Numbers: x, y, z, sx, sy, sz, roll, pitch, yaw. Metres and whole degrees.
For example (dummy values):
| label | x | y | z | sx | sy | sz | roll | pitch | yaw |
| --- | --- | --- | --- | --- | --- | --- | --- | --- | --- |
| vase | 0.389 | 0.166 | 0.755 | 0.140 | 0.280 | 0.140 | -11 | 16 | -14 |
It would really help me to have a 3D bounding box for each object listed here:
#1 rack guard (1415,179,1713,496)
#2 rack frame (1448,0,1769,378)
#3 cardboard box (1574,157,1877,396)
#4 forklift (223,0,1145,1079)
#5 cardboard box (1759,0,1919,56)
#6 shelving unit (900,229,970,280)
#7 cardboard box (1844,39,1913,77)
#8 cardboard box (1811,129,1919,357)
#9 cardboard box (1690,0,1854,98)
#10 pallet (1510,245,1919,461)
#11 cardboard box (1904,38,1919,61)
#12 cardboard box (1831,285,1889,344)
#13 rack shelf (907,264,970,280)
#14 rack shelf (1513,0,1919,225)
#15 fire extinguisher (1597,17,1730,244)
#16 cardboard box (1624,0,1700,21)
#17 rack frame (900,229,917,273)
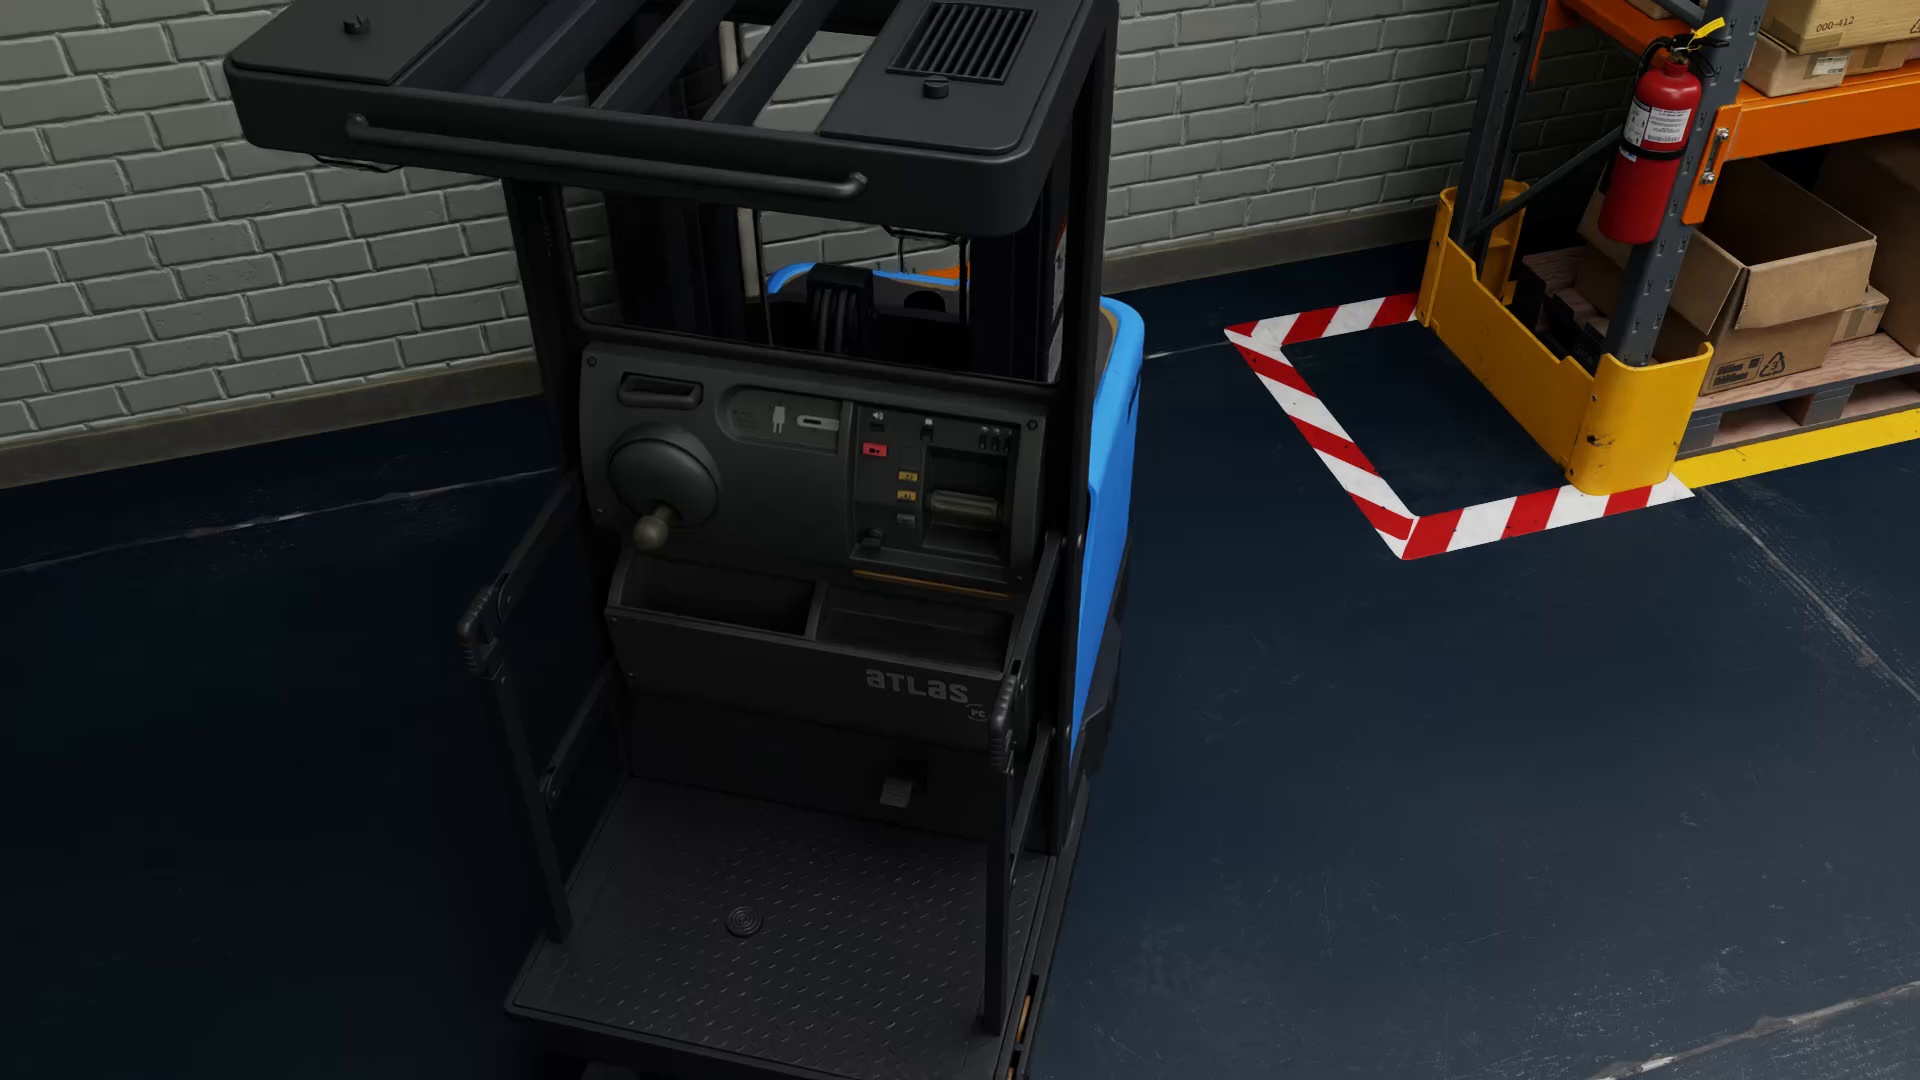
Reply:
| label | x | y | z | sx | sy | sz | roll | pitch | yaw |
| --- | --- | --- | --- | --- | --- | --- | --- | --- | --- |
| rack guard | 2.022 | -0.721 | 5.695 | 0.348 | 0.500 | 1.175 | -12 | 42 | -13 |
| rack frame | 1.949 | -1.647 | 4.855 | 0.127 | 3.000 | 1.000 | -12 | 42 | -13 |
| cardboard box | 2.561 | -0.927 | 5.609 | 0.637 | 0.503 | 0.797 | -13 | 43 | -15 |
| forklift | -0.346 | -0.051 | 3.081 | 1.130 | 2.935 | 3.031 | 9 | 42 | 10 |
| cardboard box | 2.463 | -1.623 | 4.716 | 0.500 | 0.250 | 0.500 | -11 | 42 | -13 |
| shelving unit | -0.024 | -0.427 | 4.941 | 0.252 | 1.050 | 0.215 | -8 | 42 | -9 |
| cardboard box | 2.574 | -1.525 | 4.906 | 0.250 | 0.149 | 0.380 | -11 | 42 | -12 |
| cardboard box | 3.388 | -1.070 | 5.775 | 0.500 | 0.500 | 0.700 | -10 | 42 | -11 |
| cardboard box | 2.345 | -1.445 | 4.815 | 0.250 | 0.149 | 0.380 | -12 | 43 | -13 |
| pallet | 2.782 | -0.770 | 5.971 | 1.213 | 0.211 | 1.003 | -12 | 42 | -13 |
| cardboard box | 2.814 | -1.598 | 4.991 | 0.250 | 0.149 | 0.380 | -12 | 43 | -14 |
| cardboard box | 2.978 | -0.853 | 5.794 | 0.250 | 0.149 | 0.380 | -13 | 43 | -15 |
| rack shelf | -0.024 | -0.633 | 4.762 | 0.240 | 0.259 | 0.215 | -8 | 42 | -9 |
| rack shelf | 3.857 | -1.771 | 5.545 | 4.000 | 0.370 | 1.077 | -12 | 42 | -13 |
| fire extinguisher | 1.948 | -1.158 | 4.638 | 0.183 | 0.674 | 0.296 | -12 | 42 | -13 |
| cardboard box | 2.185 | -1.786 | 5.206 | 0.250 | 0.149 | 0.380 | -12 | 43 | -14 |
| rack frame | -0.143 | -0.410 | 4.921 | 0.008 | 1.050 | 0.200 | -8 | 42 | -9 |
